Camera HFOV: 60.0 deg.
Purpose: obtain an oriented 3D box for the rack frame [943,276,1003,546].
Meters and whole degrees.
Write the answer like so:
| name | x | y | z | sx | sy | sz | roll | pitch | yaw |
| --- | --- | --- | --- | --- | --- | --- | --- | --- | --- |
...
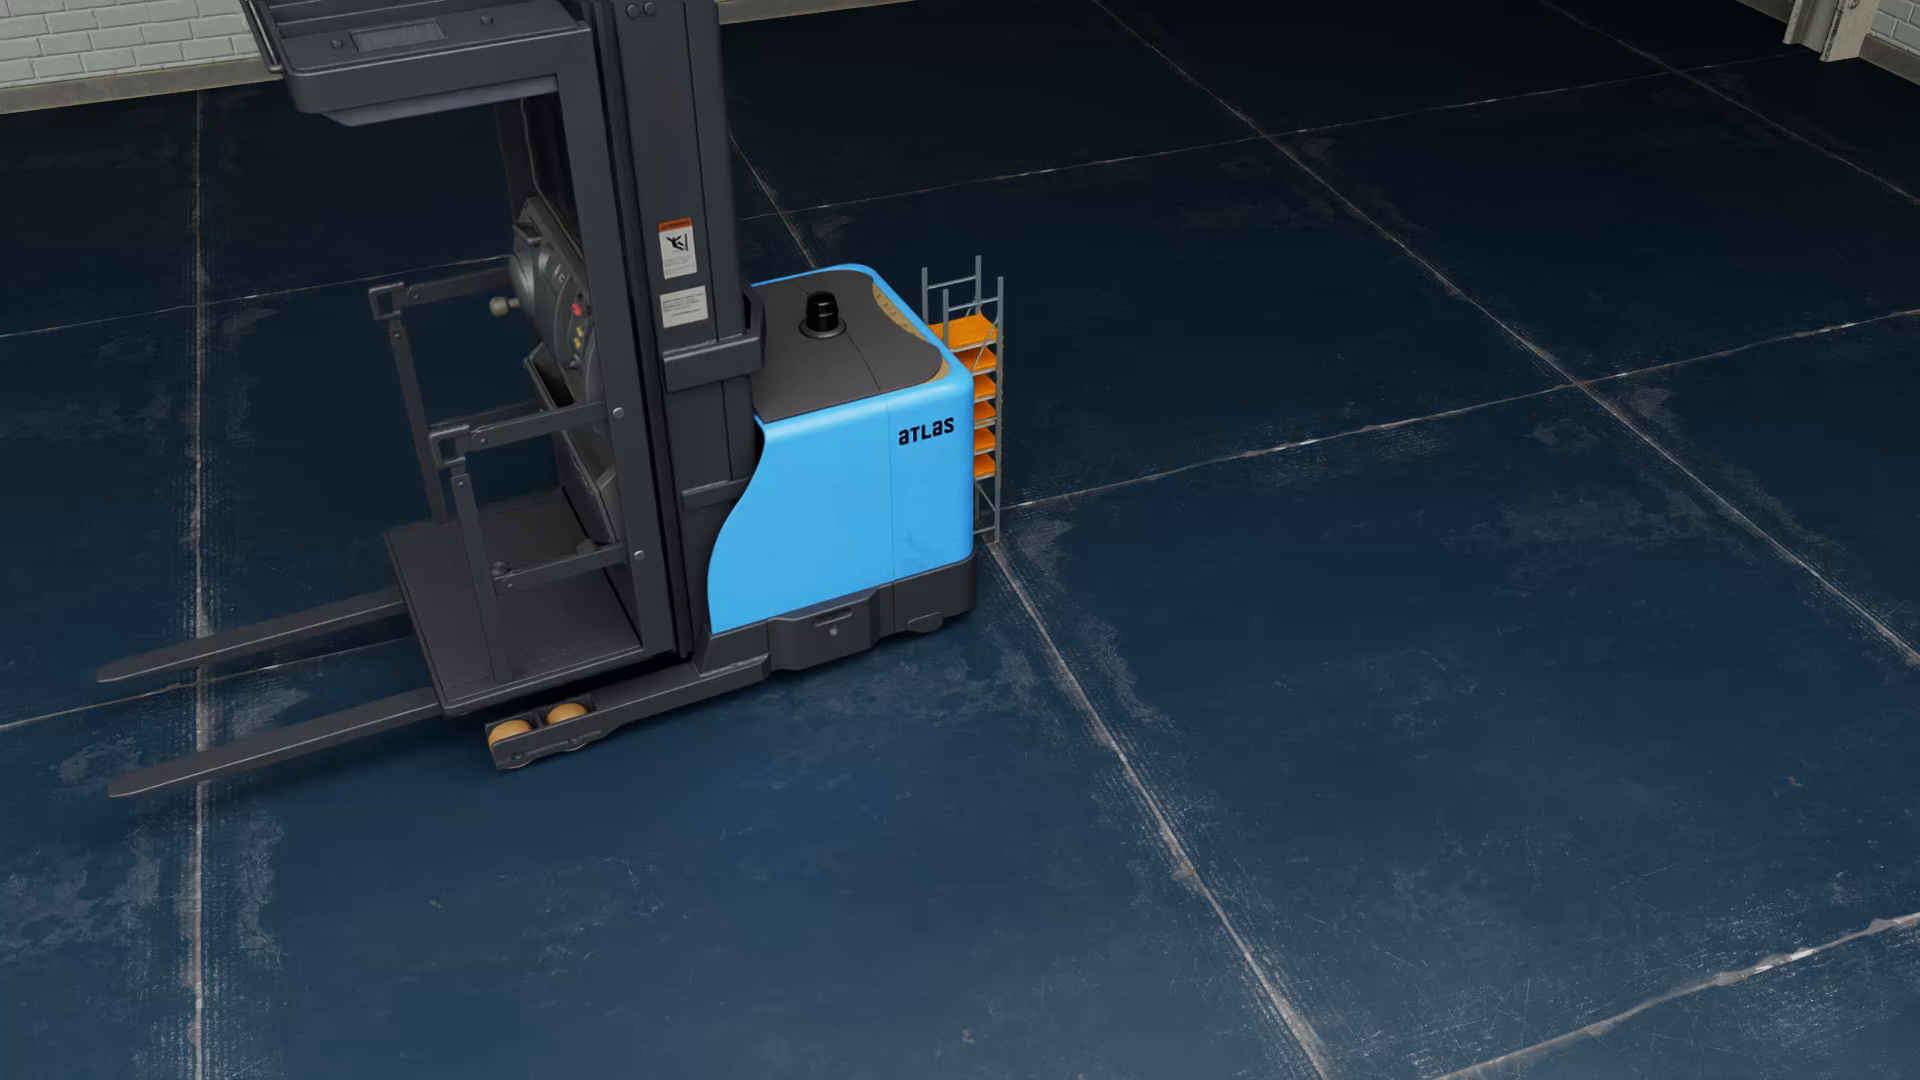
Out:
| name | x | y | z | sx | sy | sz | roll | pitch | yaw |
| --- | --- | --- | --- | --- | --- | --- | --- | --- | --- |
| rack frame | 0.048 | -0.442 | 6.338 | 0.240 | 1.200 | 0.006 | -16 | 40 | -20 |

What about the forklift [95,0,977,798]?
| name | x | y | z | sx | sy | sz | roll | pitch | yaw |
| --- | --- | --- | --- | --- | --- | --- | --- | --- | --- |
| forklift | -1.492 | -0.751 | 5.311 | 3.031 | 2.935 | 1.130 | -16 | 40 | -20 |

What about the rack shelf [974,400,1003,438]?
| name | x | y | z | sx | sy | sz | roll | pitch | yaw |
| --- | --- | --- | --- | --- | --- | --- | --- | --- | --- |
| rack shelf | 0.009 | -0.456 | 6.431 | 0.258 | 0.103 | 0.180 | -16 | 40 | -20 |

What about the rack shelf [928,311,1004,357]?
| name | x | y | z | sx | sy | sz | roll | pitch | yaw |
| --- | --- | --- | --- | --- | --- | --- | --- | --- | --- |
| rack shelf | 0.009 | -0.745 | 6.216 | 0.258 | 0.103 | 0.180 | -16 | 40 | -20 |

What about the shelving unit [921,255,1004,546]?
| name | x | y | z | sx | sy | sz | roll | pitch | yaw |
| --- | --- | --- | --- | --- | --- | --- | --- | --- | --- |
| shelving unit | 0.009 | -0.492 | 6.404 | 0.258 | 1.200 | 0.189 | -16 | 40 | -20 |

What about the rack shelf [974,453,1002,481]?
| name | x | y | z | sx | sy | sz | roll | pitch | yaw |
| --- | --- | --- | --- | --- | --- | --- | --- | --- | --- |
| rack shelf | 0.009 | -0.263 | 6.574 | 0.258 | 0.103 | 0.180 | -16 | 40 | -20 |

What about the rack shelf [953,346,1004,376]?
| name | x | y | z | sx | sy | sz | roll | pitch | yaw |
| --- | --- | --- | --- | --- | --- | --- | --- | --- | --- |
| rack shelf | 0.009 | -0.648 | 6.287 | 0.258 | 0.103 | 0.180 | -16 | 40 | -20 |

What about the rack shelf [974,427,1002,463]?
| name | x | y | z | sx | sy | sz | roll | pitch | yaw |
| --- | --- | --- | --- | --- | --- | --- | --- | --- | --- |
| rack shelf | 0.009 | -0.360 | 6.502 | 0.258 | 0.103 | 0.180 | -16 | 40 | -20 |

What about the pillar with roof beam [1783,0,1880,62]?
| name | x | y | z | sx | sy | sz | roll | pitch | yaw |
| --- | --- | --- | --- | --- | --- | --- | --- | --- | --- |
| pillar with roof beam | 1.714 | -5.985 | 7.217 | 9.100 | 9.000 | 0.400 | -12 | 39 | -16 |

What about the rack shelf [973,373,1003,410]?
| name | x | y | z | sx | sy | sz | roll | pitch | yaw |
| --- | --- | --- | --- | --- | --- | --- | --- | --- | --- |
| rack shelf | 0.009 | -0.552 | 6.359 | 0.258 | 0.103 | 0.180 | -16 | 40 | -20 |

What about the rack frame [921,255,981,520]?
| name | x | y | z | sx | sy | sz | roll | pitch | yaw |
| --- | --- | --- | --- | --- | --- | --- | --- | --- | --- |
| rack frame | -0.030 | -0.541 | 6.470 | 0.240 | 1.200 | 0.006 | -16 | 40 | -20 |
